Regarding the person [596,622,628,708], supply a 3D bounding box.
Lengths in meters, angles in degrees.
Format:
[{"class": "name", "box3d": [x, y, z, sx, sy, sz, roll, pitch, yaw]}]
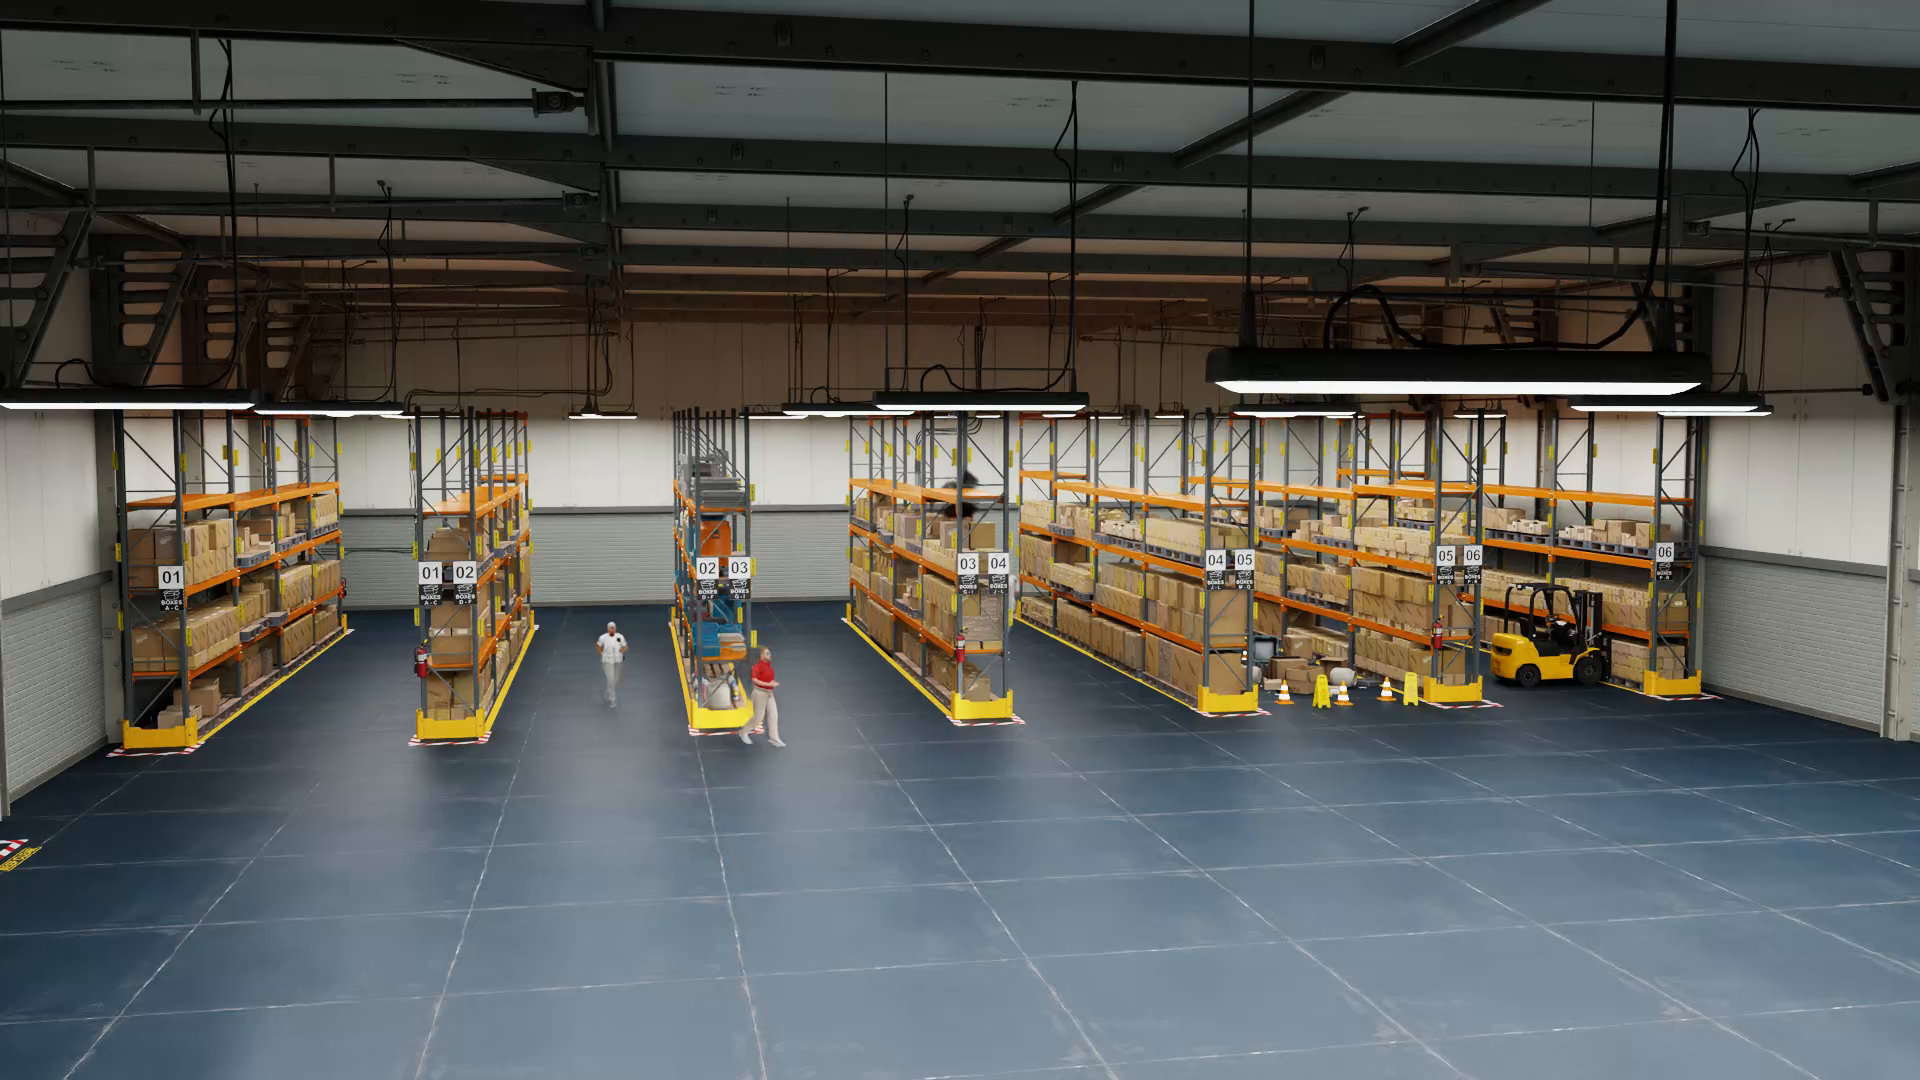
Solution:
[{"class": "person", "box3d": [-7.022, 2.502, 33.685, 0.589, 1.696, 0.852, -2, 5, -27]}]

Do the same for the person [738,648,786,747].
[{"class": "person", "box3d": [-3.493, 2.772, 29.376, 0.874, 1.761, 0.685, 2, 4, 22]}]

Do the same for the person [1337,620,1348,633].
[{"class": "person", "box3d": [9.944, 1.817, 42.706, 0.681, 1.788, 0.734, -1, 4, -13]}]

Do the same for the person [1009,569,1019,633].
[{"class": "person", "box3d": [1.300, 1.630, 45.143, 0.752, 1.770, 0.857, -1, 4, -14]}]

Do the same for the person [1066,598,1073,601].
[{"class": "person", "box3d": [3.384, 1.445, 49.342, 0.587, 1.596, 0.655, -4, 5, -41]}]
